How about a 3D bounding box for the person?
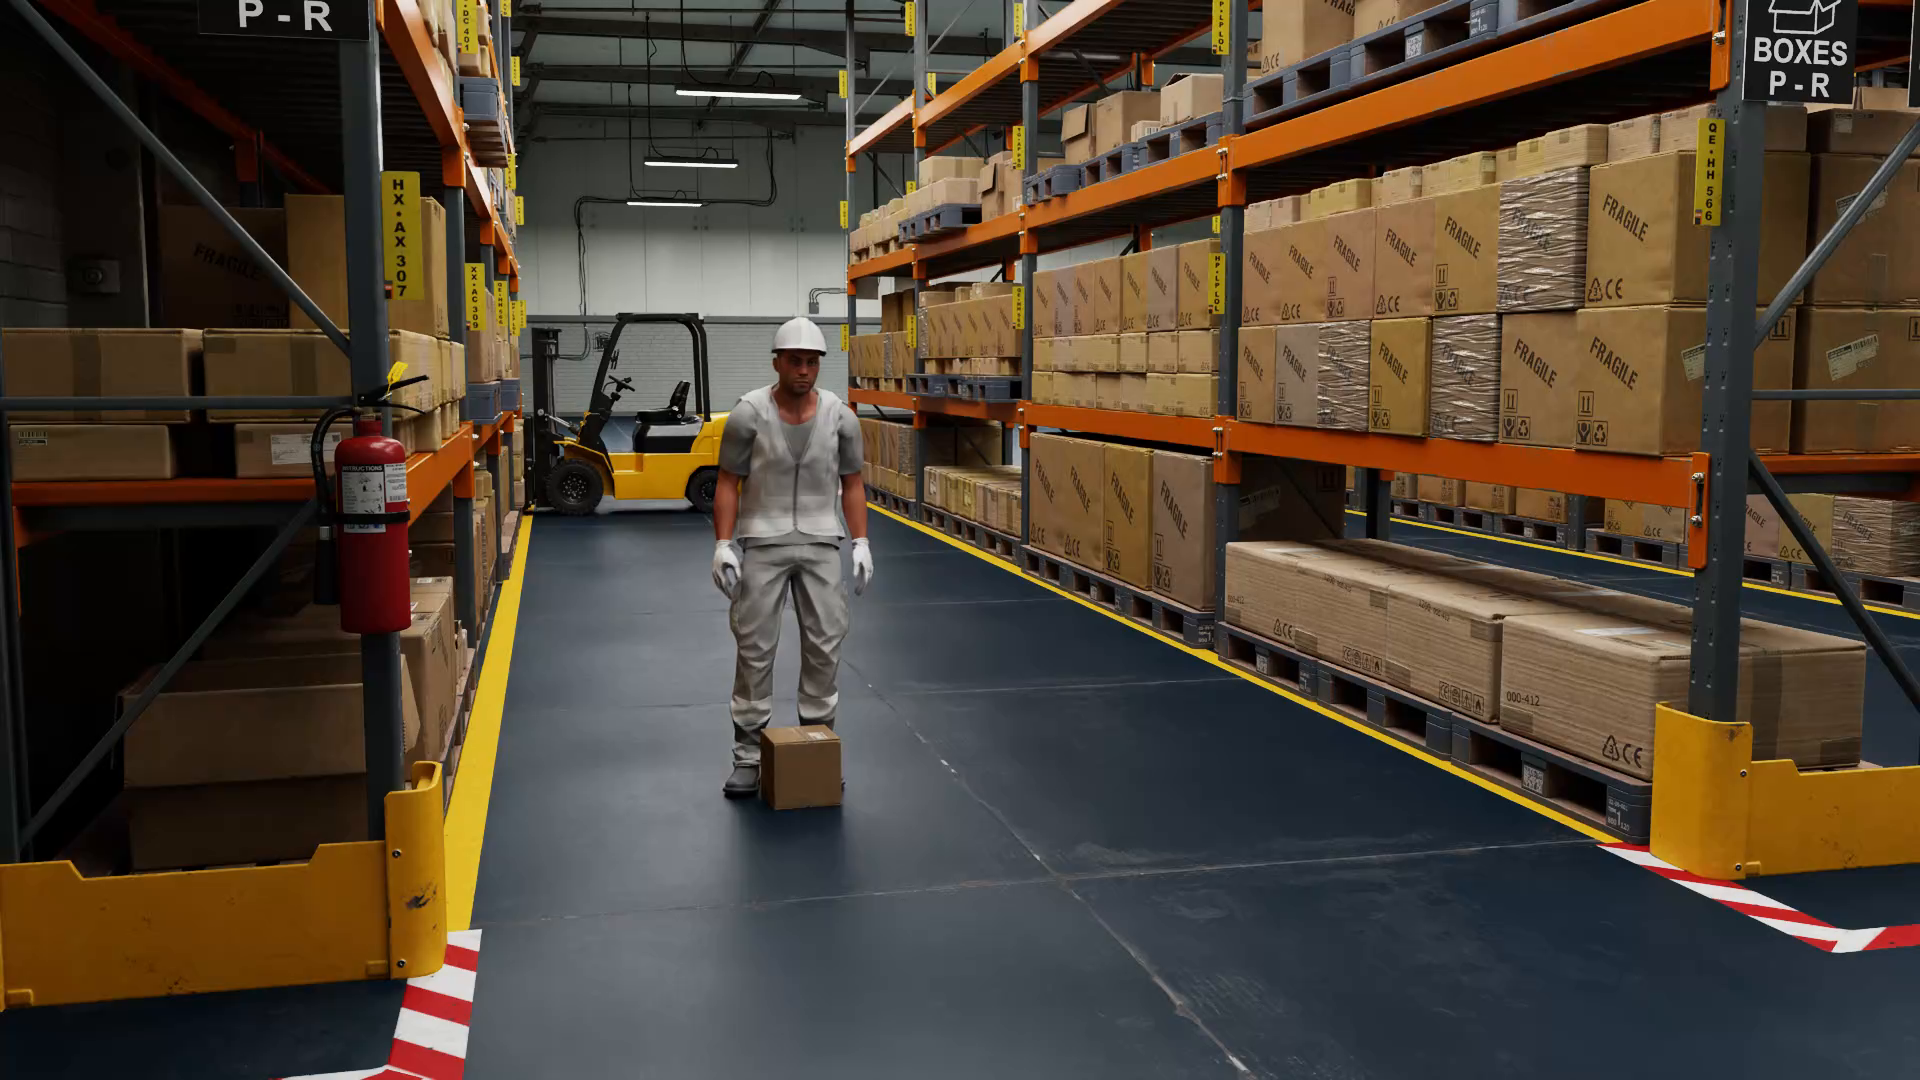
[{"bbox_3d":[-0.632,0.056,6.290,0.623,1.780,0.450,-2,6,-16],"label":"person"}]
